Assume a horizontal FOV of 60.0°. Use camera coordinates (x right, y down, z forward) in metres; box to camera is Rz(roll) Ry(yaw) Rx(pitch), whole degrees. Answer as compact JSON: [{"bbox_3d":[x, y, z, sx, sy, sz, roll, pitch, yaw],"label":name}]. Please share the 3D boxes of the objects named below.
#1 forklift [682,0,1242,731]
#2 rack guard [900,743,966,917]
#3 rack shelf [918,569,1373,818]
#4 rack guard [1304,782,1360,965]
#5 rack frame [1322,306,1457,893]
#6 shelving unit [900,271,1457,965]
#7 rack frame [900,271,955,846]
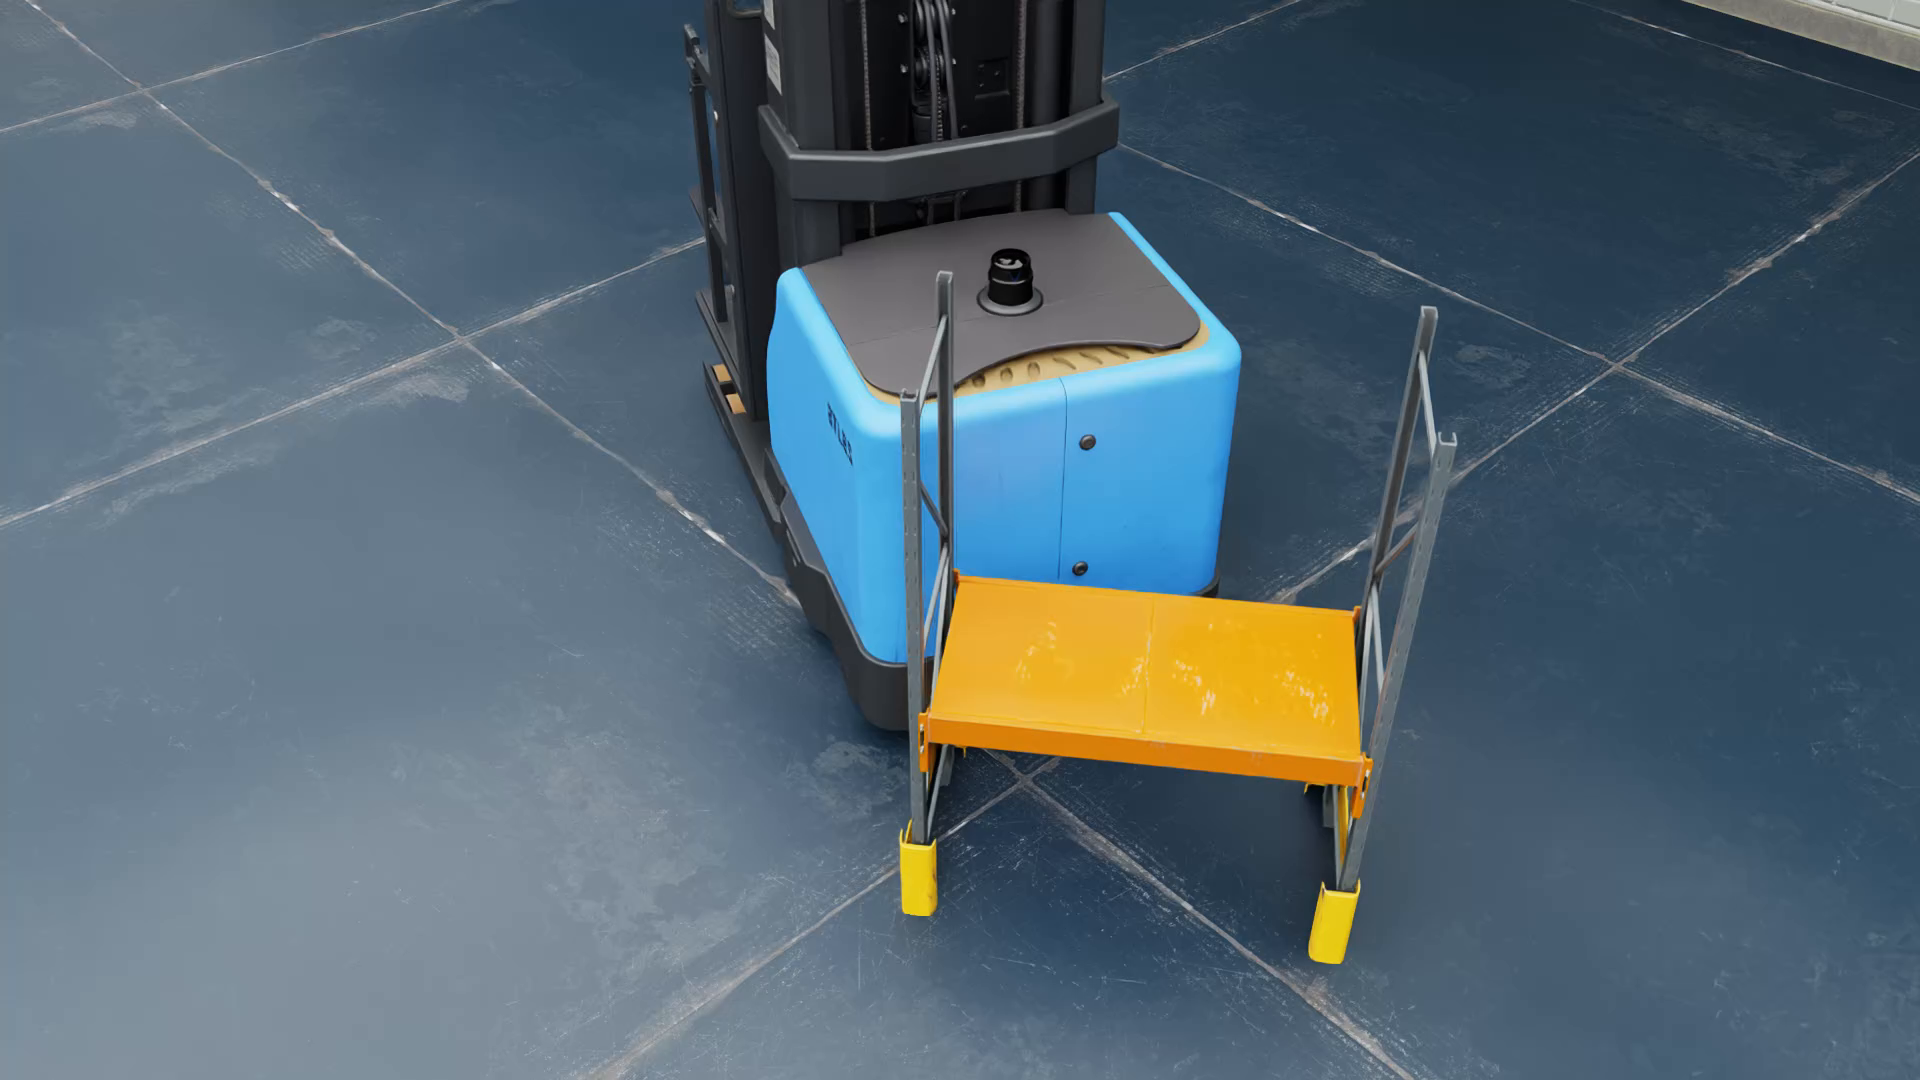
[{"bbox_3d":[-0.250,-1.555,4.842,1.130,2.935,3.031,-13,41,-15],"label":"forklift"},{"bbox_3d":[-0.064,0.647,4.249,0.087,0.250,0.587,5,39,6],"label":"rack guard"},{"bbox_3d":[0.438,0.347,3.914,1.000,0.185,0.538,5,39,6],"label":"rack shelf"},{"bbox_3d":[0.922,0.737,4.139,0.087,0.250,0.587,5,39,6],"label":"rack guard"},{"bbox_3d":[0.941,0.252,3.744,0.032,1.500,0.500,5,39,6],"label":"rack frame"},{"bbox_3d":[0.429,0.206,3.802,1.083,1.500,0.587,5,39,6],"label":"shelving unit"},{"bbox_3d":[-0.065,0.161,3.857,0.032,1.500,0.500,5,39,6],"label":"rack frame"}]
